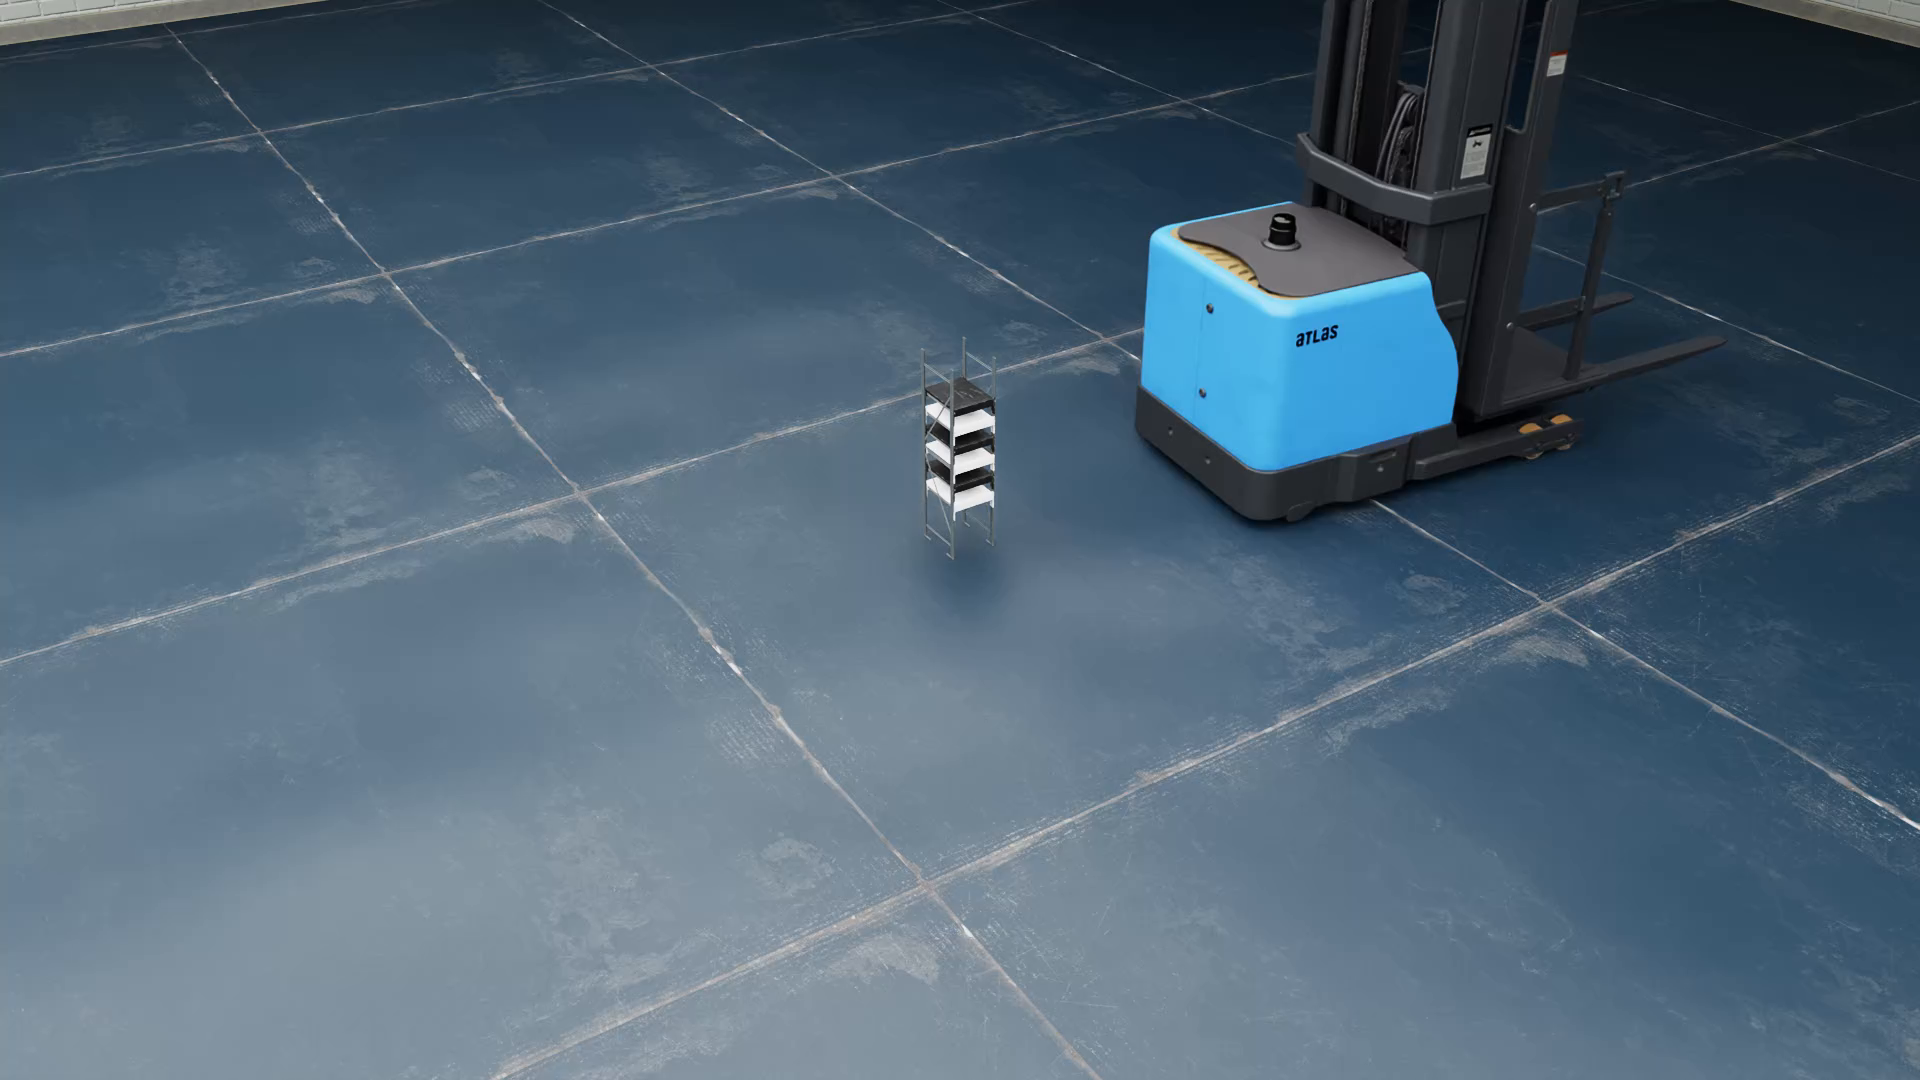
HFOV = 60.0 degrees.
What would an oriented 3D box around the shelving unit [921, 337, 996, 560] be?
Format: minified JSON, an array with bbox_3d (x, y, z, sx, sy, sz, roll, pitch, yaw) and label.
[{"bbox_3d":[-0.007,-0.378,7.006,0.210,0.900,0.258,-19,37,-27],"label":"shelving unit"}]

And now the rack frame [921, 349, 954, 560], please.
[{"bbox_3d":[-0.092,-0.349,6.960,0.006,0.900,0.240,-19,37,-27],"label":"rack frame"}]

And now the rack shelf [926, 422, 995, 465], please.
[{"bbox_3d":[-0.007,-0.426,6.976,0.200,0.077,0.258,-19,37,-27],"label":"rack shelf"}]

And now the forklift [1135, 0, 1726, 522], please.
[{"bbox_3d":[2.390,-1.857,7.447,3.031,2.935,1.130,-15,35,-22],"label":"forklift"}]

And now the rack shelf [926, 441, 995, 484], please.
[{"bbox_3d":[-0.007,-0.350,7.024,0.200,0.077,0.258,-19,37,-27],"label":"rack shelf"}]

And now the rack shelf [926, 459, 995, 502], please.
[{"bbox_3d":[-0.007,-0.274,7.072,0.200,0.077,0.258,-19,37,-27],"label":"rack shelf"}]

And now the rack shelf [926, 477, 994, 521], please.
[{"bbox_3d":[-0.007,-0.198,7.120,0.200,0.077,0.258,-19,37,-27],"label":"rack shelf"}]

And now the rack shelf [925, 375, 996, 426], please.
[{"bbox_3d":[-0.007,-0.578,6.880,0.200,0.077,0.258,-19,37,-27],"label":"rack shelf"}]

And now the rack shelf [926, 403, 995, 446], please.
[{"bbox_3d":[-0.007,-0.502,6.928,0.200,0.077,0.258,-19,37,-27],"label":"rack shelf"}]

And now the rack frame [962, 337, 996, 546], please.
[{"bbox_3d":[0.079,-0.408,7.053,0.006,0.900,0.240,-19,37,-27],"label":"rack frame"}]
